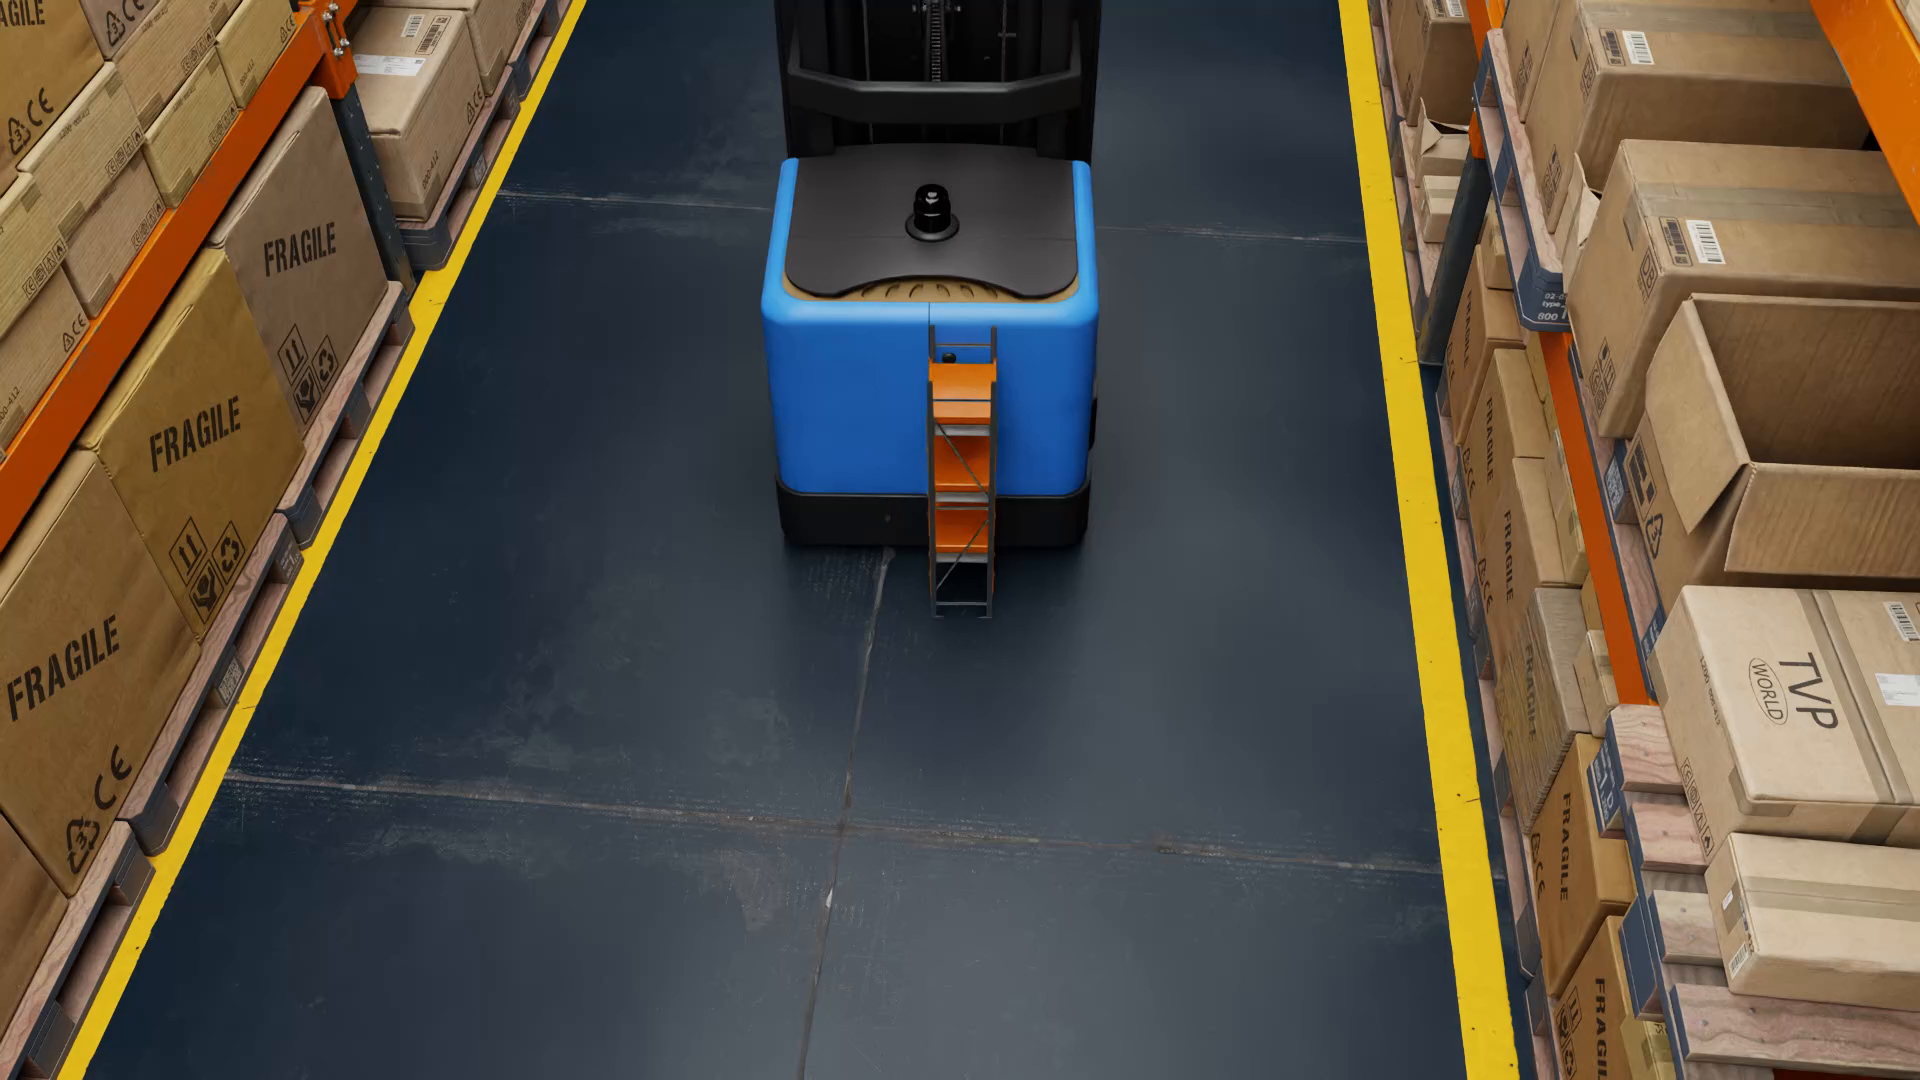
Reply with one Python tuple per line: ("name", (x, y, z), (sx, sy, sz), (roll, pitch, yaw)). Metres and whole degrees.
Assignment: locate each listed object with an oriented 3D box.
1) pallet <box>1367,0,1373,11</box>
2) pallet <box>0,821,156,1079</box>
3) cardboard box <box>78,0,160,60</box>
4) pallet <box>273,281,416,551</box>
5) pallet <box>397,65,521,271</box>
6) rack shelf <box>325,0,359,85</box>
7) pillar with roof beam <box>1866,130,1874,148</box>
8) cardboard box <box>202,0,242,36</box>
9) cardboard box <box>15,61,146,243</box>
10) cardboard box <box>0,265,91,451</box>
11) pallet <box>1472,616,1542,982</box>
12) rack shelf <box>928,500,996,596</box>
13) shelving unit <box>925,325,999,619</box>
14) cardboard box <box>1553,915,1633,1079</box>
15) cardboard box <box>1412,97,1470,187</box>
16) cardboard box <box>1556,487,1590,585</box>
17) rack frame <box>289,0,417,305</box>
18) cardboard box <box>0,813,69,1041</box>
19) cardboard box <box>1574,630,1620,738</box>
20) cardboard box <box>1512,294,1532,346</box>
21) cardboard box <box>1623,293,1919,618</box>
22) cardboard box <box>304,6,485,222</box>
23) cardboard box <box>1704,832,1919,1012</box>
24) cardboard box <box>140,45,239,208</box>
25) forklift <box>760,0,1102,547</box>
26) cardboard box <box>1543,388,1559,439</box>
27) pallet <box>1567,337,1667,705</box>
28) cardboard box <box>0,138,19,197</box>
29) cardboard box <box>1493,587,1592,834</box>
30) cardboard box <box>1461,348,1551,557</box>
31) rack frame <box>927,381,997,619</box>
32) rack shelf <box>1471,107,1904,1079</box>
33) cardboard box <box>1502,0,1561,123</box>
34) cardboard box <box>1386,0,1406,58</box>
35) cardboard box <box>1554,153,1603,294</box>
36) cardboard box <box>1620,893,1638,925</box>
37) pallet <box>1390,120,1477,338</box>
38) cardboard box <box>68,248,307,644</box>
("pallet", (2.545, -3.046, 8.393), (1.003, 0.211, 1.213), (4, 48, 4))
("pallet", (-2.902, 1.285, 4.432), (1.003, 0.211, 1.213), (4, 48, 4))
("cardboard box", (-2.515, -1.666, 4.496), (0.500, 0.500, 0.500), (5, 48, 4))
("pallet", (-2.680, -0.508, 6.071), (1.003, 0.211, 1.213), (4, 48, 4))
("pallet", (-2.537, -1.633, 7.101), (1.003, 0.211, 1.213), (4, 48, 4))
("rack shelf", (-2.502, -3.248, 7.175), (1.077, 0.370, 4.000), (4, 48, 4))
("pillar with roof beam", (-1.067, -4.455, 3.727), (9.100, 9.000, 0.400), (4, 48, 4))
("cardboard box", (-2.483, -1.799, 5.125), (0.500, 0.250, 0.500), (4, 48, 3))
("cardboard box", (-2.562, -1.050, 4.440), (0.500, 0.250, 0.500), (5, 48, 4))
("cardboard box", (-2.630, -0.500, 4.276), (0.500, 0.250, 0.500), (4, 48, 4))
("pallet", (2.114, 0.750, 4.921), (1.003, 0.211, 1.213), (4, 48, 4))
("rack shelf", (0.007, 0.008, 5.422), (0.215, 0.259, 0.240), (1, 48, 1))
("shelving unit", (0.007, -0.187, 5.209), (0.215, 1.050, 0.252), (1, 48, 1))
("cardboard box", (1.775, 1.259, 3.975), (0.500, 0.500, 0.500), (3, 48, 3))
("cardboard box", (2.050, -1.600, 6.749), (0.396, 0.266, 0.258), (5, 48, 5))
("cardboard box", (1.905, 0.002, 4.685), (0.380, 0.149, 0.250), (5, 48, 5))
("rack frame", (-2.685, -2.021, 5.566), (1.000, 3.000, 0.127), (4, 48, 4))
("cardboard box", (-2.903, 0.992, 3.966), (0.875, 0.875, 0.875), (3, 48, 3))
("cardboard box", (1.836, 0.380, 4.340), (0.380, 0.149, 0.250), (2, 48, 2))
("cardboard box", (2.013, -0.753, 5.375), (0.380, 0.149, 0.250), (3, 48, 2))
("cardboard box", (1.859, -0.139, 3.490), (0.797, 0.503, 0.637), (3, 48, 3))
("cardboard box", (-2.521, -1.752, 6.772), (0.875, 0.438, 0.875), (3, 48, 3))
("cardboard box", (1.572, 0.684, 2.977), (0.380, 0.149, 0.250), (5, 48, 4))
("cardboard box", (-2.522, -1.250, 4.962), (0.500, 0.250, 0.500), (3, 48, 3))
("forklift", (-0.069, -2.038, 5.628), (1.130, 2.935, 3.031), (1, 48, 1))
("cardboard box", (1.989, -0.361, 5.017), (0.380, 0.149, 0.250), (3, 48, 3))
("pallet", (2.067, -0.115, 3.953), (1.003, 0.211, 1.213), (4, 48, 4))
("cardboard box", (-2.613, -0.914, 3.808), (0.500, 0.500, 0.500), (5, 48, 4))
("cardboard box", (1.849, 0.491, 4.677), (0.500, 0.500, 0.500), (2, 48, 2))
("cardboard box", (1.952, -0.256, 5.361), (0.500, 0.500, 0.500), (3, 48, 3))
("rack frame", (0.005, -0.097, 5.127), (0.200, 1.050, 0.008), (1, 48, 1))
("rack shelf", (2.076, 0.022, 4.184), (1.077, 0.370, 4.000), (4, 48, 4))
("cardboard box", (1.992, -1.525, 4.760), (0.700, 0.500, 0.500), (5, 48, 5))
("cardboard box", (2.209, -2.477, 7.392), (0.500, 0.500, 0.500), (5, 48, 4))
("cardboard box", (1.750, -0.791, 4.247), (0.396, 0.266, 0.258), (6, 48, 5))
("cardboard box", (1.749, 0.959, 3.810), (0.380, 0.149, 0.250), (2, 48, 2))
("pallet", (2.322, -1.253, 6.753), (1.003, 0.211, 1.213), (4, 48, 4))
("cardboard box", (-2.736, -0.320, 5.166), (0.875, 0.875, 0.875), (5, 48, 5))
